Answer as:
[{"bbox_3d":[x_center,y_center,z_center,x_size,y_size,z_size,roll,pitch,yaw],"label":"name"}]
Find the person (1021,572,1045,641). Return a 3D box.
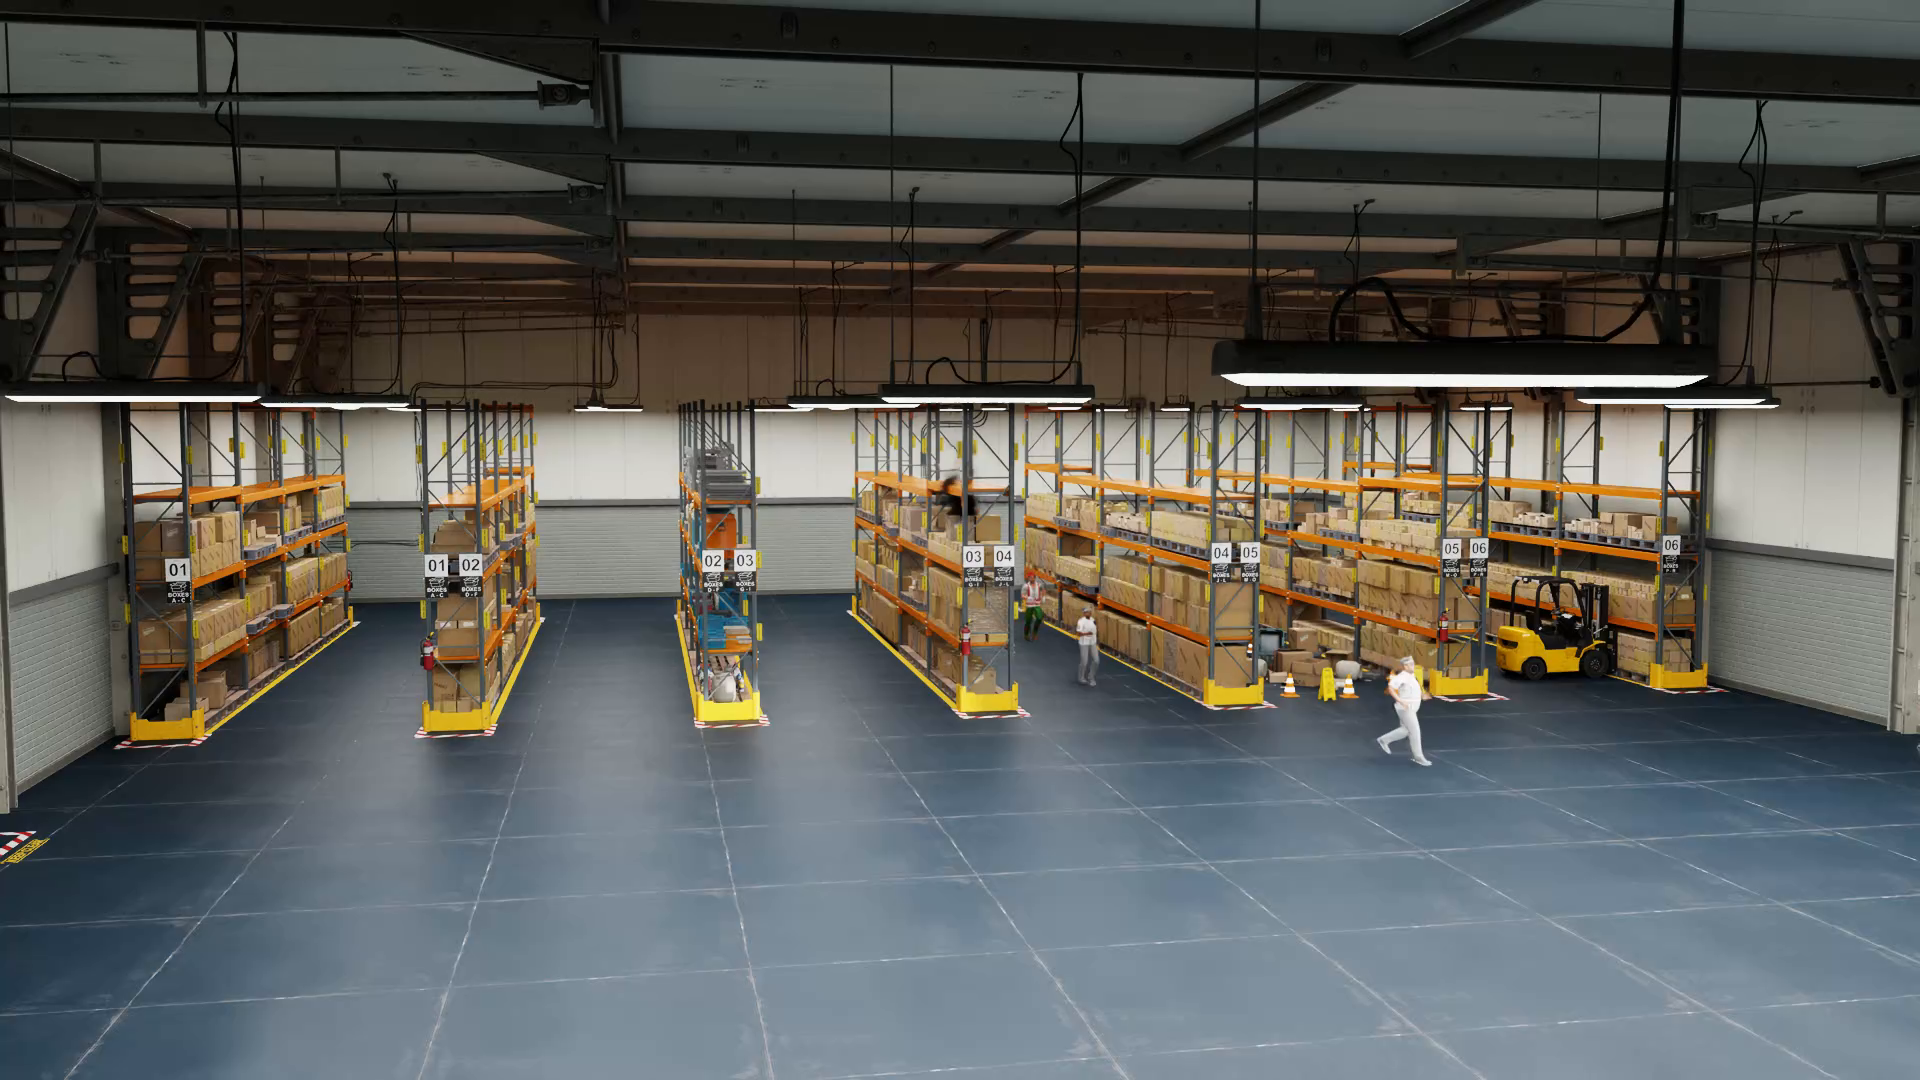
[{"bbox_3d":[1.848,1.671,41.764,0.675,1.748,0.852,-1,4,-9],"label":"person"}]

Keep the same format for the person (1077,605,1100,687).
[{"bbox_3d":[2.721,2.244,35.092,0.553,1.730,0.669,-2,5,-22],"label":"person"}]

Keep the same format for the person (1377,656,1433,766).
[{"bbox_3d":[7.332,2.782,27.335,0.927,1.791,0.664,2,5,28],"label":"person"}]
